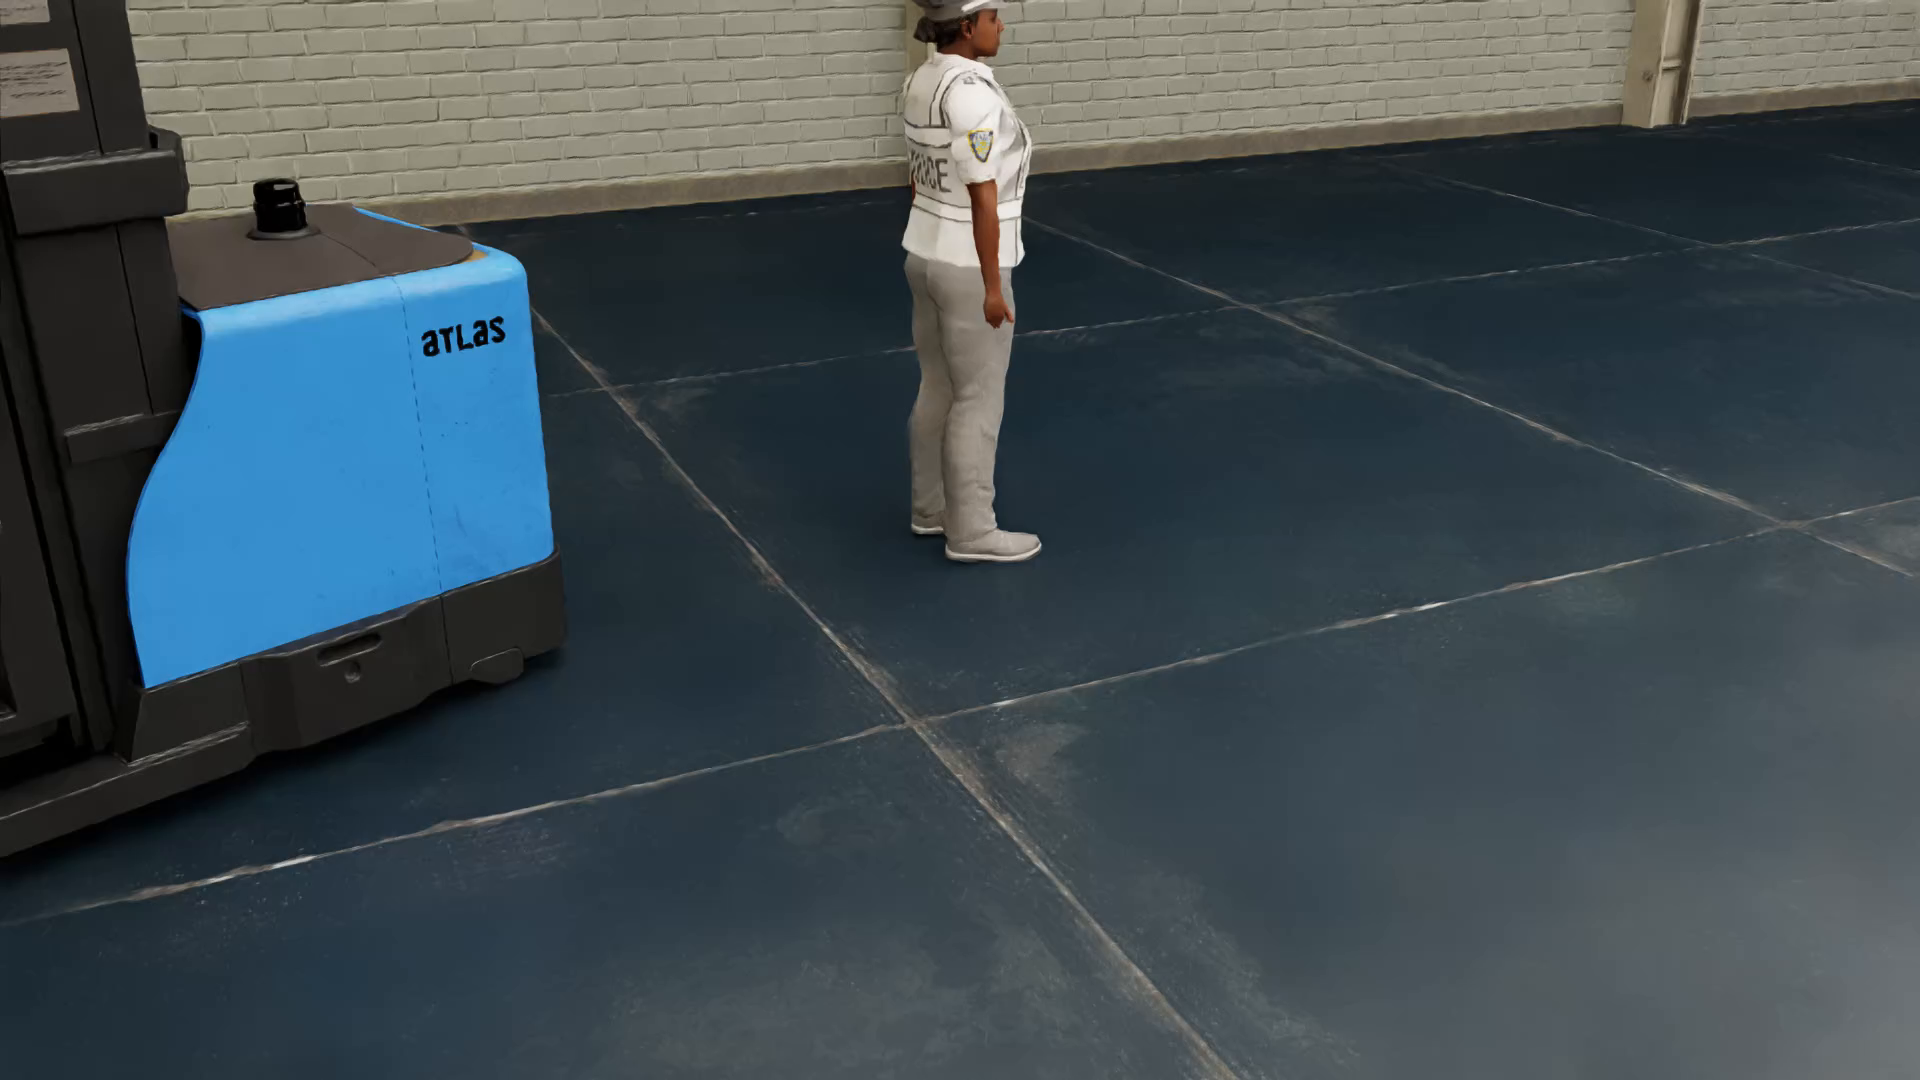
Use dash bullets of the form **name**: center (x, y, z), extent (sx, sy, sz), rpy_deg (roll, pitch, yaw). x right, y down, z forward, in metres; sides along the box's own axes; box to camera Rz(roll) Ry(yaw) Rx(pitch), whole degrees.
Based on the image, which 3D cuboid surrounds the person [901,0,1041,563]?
- **person**: center (0.021, -0.778, 4.786), extent (0.338, 1.688, 0.446), rpy_deg (-10, 25, -23)

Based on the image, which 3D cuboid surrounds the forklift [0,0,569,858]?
- **forklift**: center (-2.412, -0.764, 3.126), extent (1.130, 2.935, 3.031), rpy_deg (21, 30, 41)
